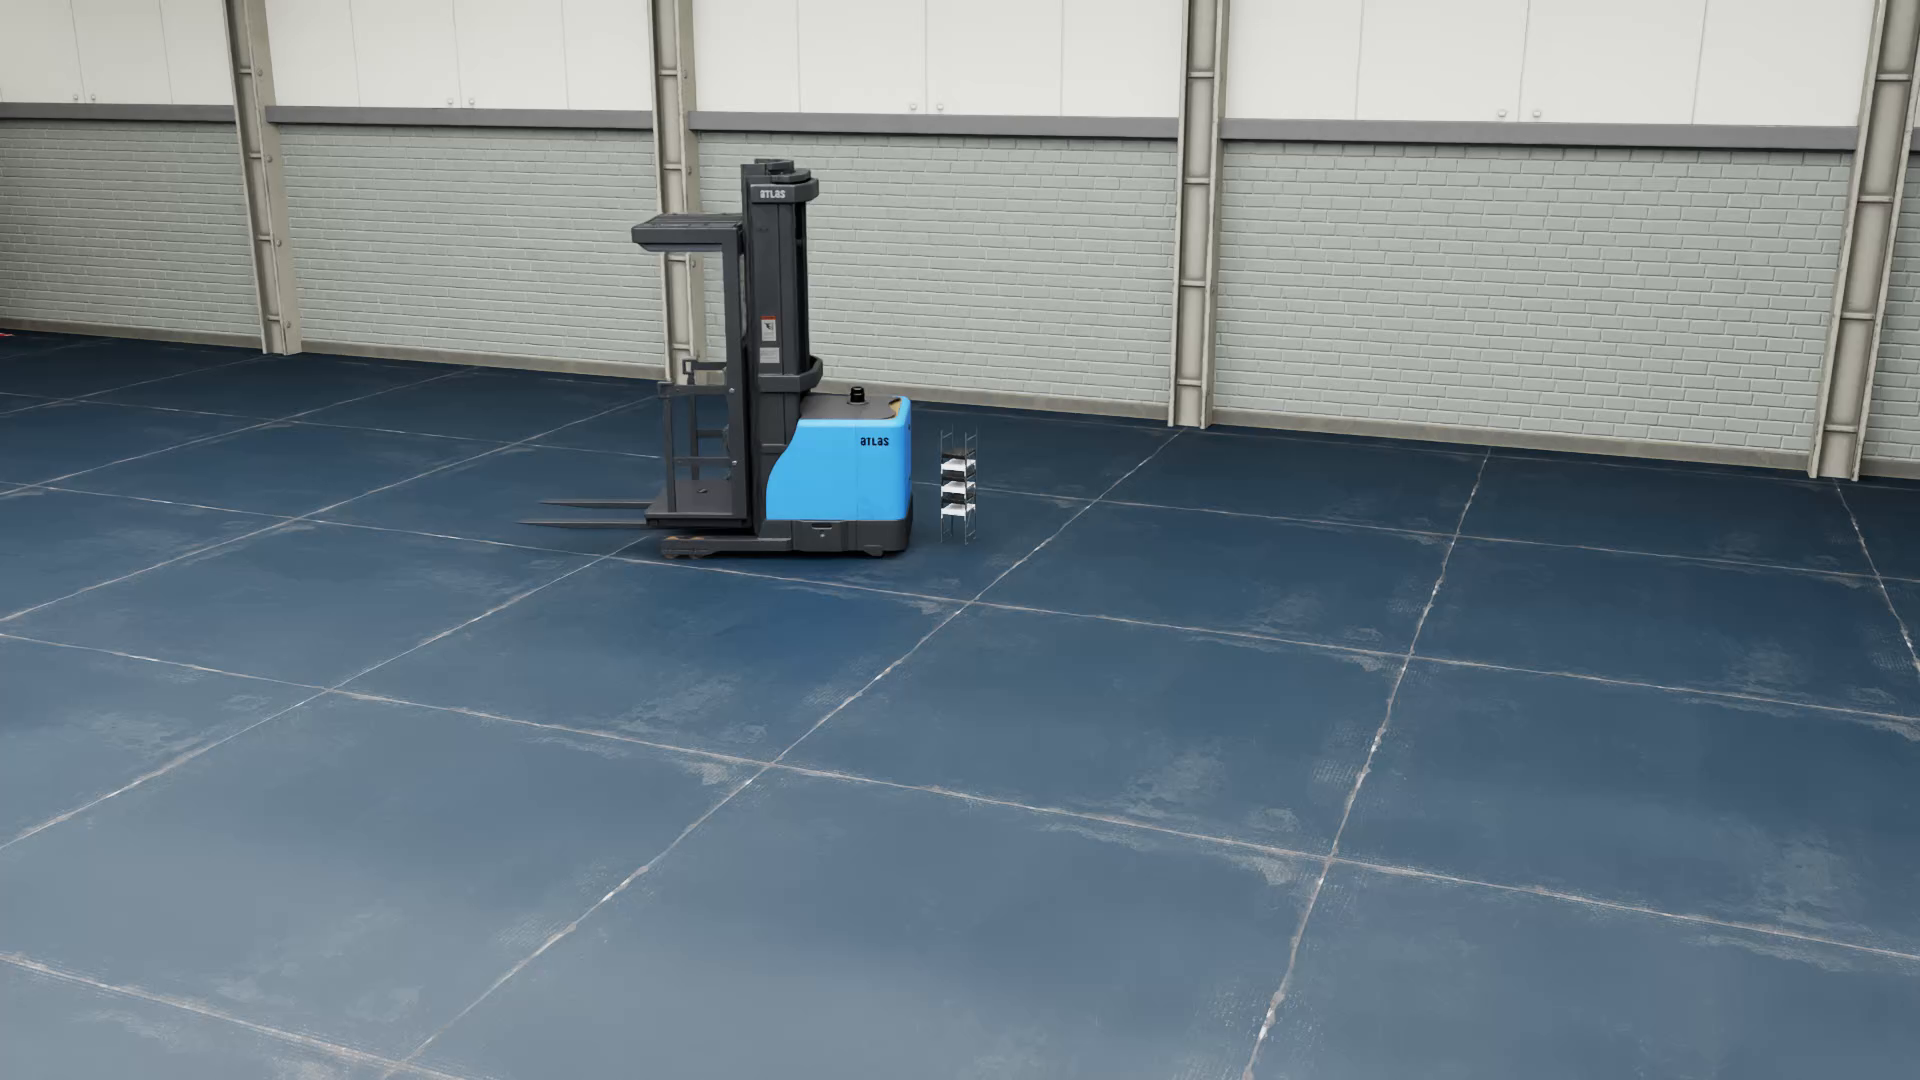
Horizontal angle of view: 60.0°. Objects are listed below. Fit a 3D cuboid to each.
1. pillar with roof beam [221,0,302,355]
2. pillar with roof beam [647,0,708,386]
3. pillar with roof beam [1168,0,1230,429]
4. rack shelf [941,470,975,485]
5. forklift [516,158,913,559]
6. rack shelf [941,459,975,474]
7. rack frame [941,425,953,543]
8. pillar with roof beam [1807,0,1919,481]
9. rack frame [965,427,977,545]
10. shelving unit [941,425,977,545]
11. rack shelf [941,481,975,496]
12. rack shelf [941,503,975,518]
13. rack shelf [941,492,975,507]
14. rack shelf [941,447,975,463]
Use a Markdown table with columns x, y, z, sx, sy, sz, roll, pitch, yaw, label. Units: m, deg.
| x | y | z | sx | sy | sz | roll | pitch | yaw | label |
| --- | --- | --- | --- | --- | --- | --- | --- | --- | --- |
| -10.348 | -5.636 | 16.448 | 0.400 | 9.000 | 9.100 | 6 | 17 | 21 | pillar with roof beam |
| -4.766 | -5.023 | 14.334 | 0.400 | 9.000 | 9.100 | 6 | 17 | 21 | pillar with roof beam |
| 0.815 | -4.409 | 12.220 | 0.400 | 9.000 | 9.100 | 6 | 17 | 21 | pillar with roof beam |
| -0.008 | -0.487 | 13.035 | 0.200 | 0.077 | 0.258 | 6 | 17 | 21 | rack shelf |
| -1.906 | -1.411 | 12.778 | 3.031 | 2.935 | 1.130 | 0 | 16 | 1 | forklift |
| -0.008 | -0.574 | 13.010 | 0.200 | 0.077 | 0.258 | 6 | 17 | 21 | rack shelf |
| -0.102 | -0.443 | 13.087 | 0.006 | 0.900 | 0.240 | 6 | 17 | 21 | rack frame |
| 6.397 | -3.795 | 10.105 | 0.400 | 9.000 | 9.100 | 6 | 17 | 21 | pillar with roof beam |
| 0.087 | -0.423 | 13.015 | 0.006 | 0.900 | 0.240 | 6 | 17 | 21 | rack frame |
| -0.008 | -0.433 | 13.051 | 0.210 | 0.900 | 0.258 | 6 | 17 | 21 | shelving unit |
| -0.008 | -0.401 | 13.060 | 0.200 | 0.077 | 0.258 | 6 | 17 | 21 | rack shelf |
| -0.008 | -0.228 | 13.111 | 0.200 | 0.077 | 0.258 | 6 | 17 | 21 | rack shelf |
| -0.008 | -0.315 | 13.085 | 0.200 | 0.077 | 0.258 | 6 | 17 | 21 | rack shelf |
| -0.008 | -0.660 | 12.985 | 0.200 | 0.077 | 0.258 | 6 | 17 | 21 | rack shelf |
